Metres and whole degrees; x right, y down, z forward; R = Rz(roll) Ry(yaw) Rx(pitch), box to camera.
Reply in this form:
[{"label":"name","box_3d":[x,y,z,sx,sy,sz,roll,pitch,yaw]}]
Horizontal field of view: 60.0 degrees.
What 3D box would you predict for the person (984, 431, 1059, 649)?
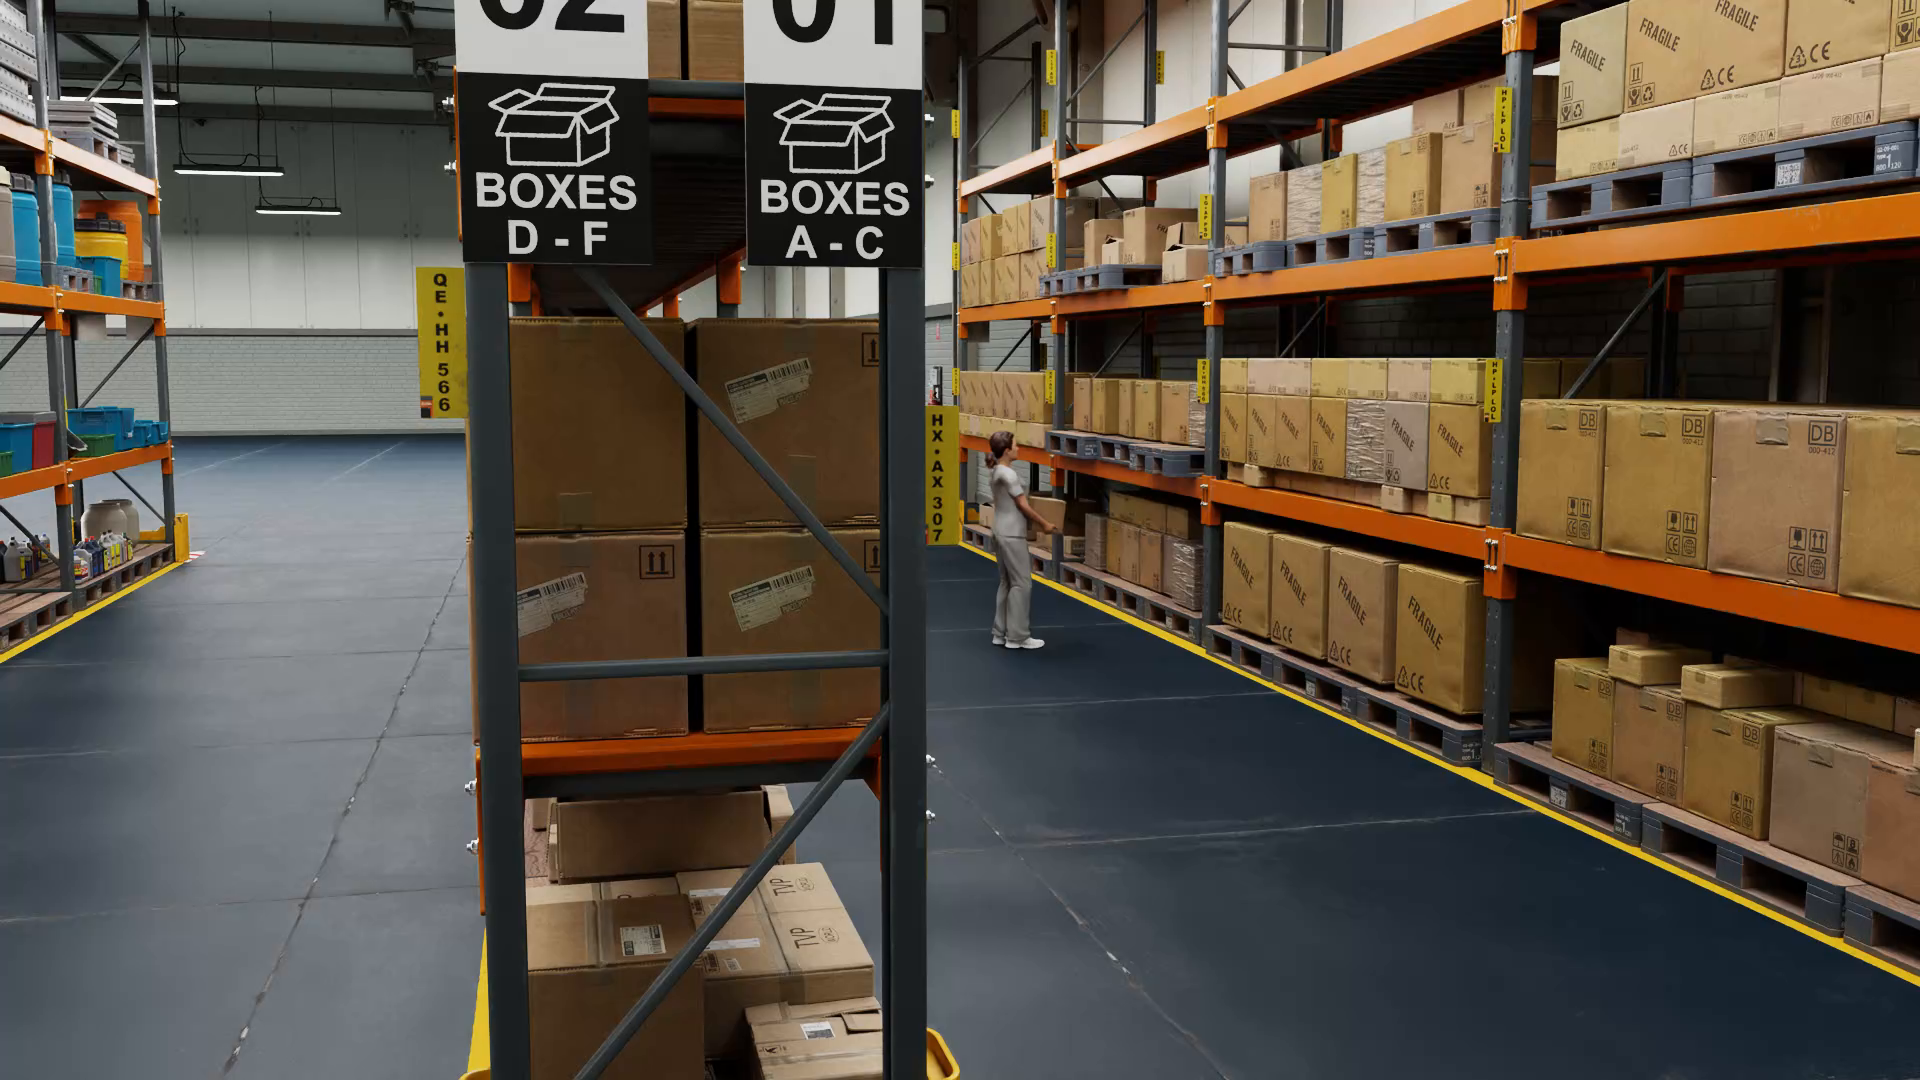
[{"label":"person","box_3d":[0.455,-0.007,12.767,0.556,1.665,0.436,-1,6,-13]}]
